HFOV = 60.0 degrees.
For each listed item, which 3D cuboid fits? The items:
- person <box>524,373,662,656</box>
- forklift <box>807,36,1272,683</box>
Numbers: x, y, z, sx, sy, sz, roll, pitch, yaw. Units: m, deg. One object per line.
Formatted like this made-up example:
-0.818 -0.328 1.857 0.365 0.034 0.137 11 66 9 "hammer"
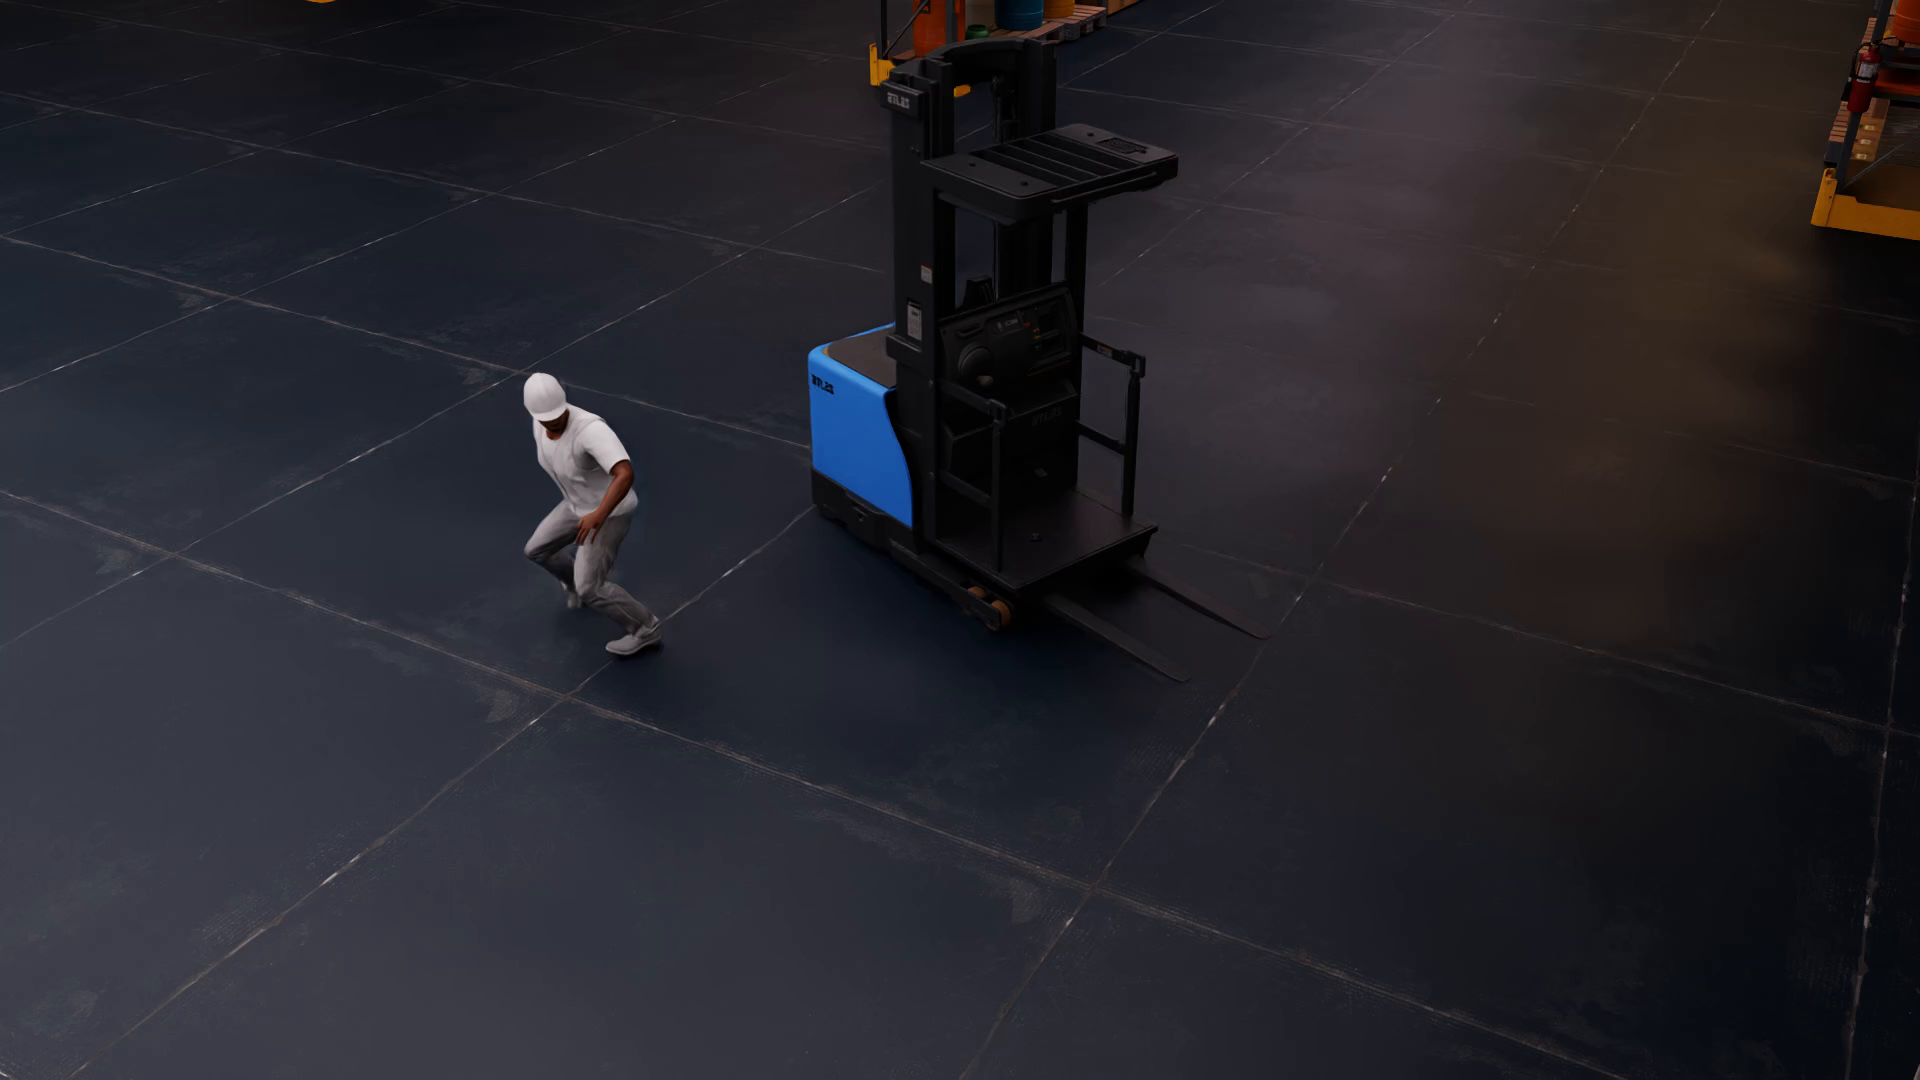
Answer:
-2.016 -0.162 8.781 0.537 1.683 1.074 -23 37 -34 "person"
0.409 -1.053 8.896 1.130 2.935 3.031 -23 37 -34 "forklift"
